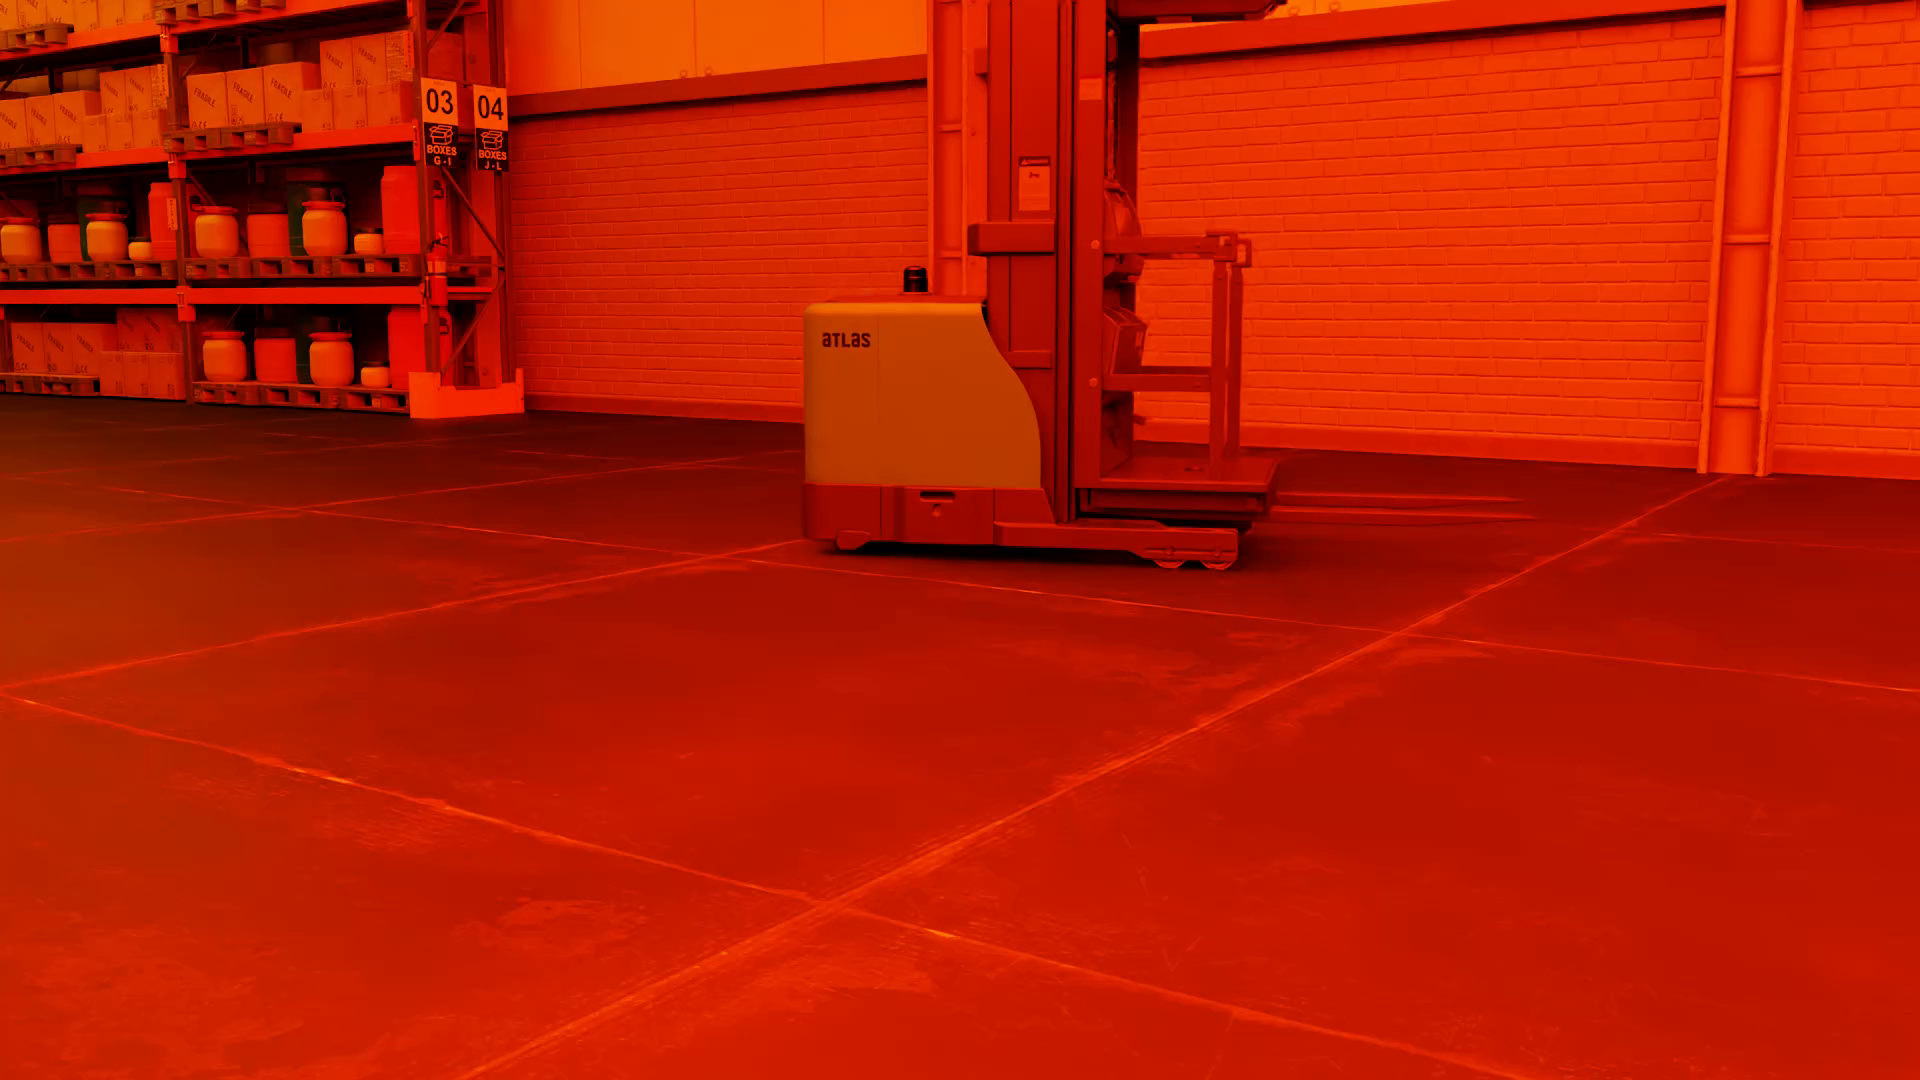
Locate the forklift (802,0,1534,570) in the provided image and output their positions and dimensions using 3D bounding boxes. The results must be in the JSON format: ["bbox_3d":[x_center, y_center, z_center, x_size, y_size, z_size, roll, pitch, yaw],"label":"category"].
[{"bbox_3d":[0.890,-1.410,7.111,3.031,2.935,1.130,2,8,13],"label":"forklift"}]
